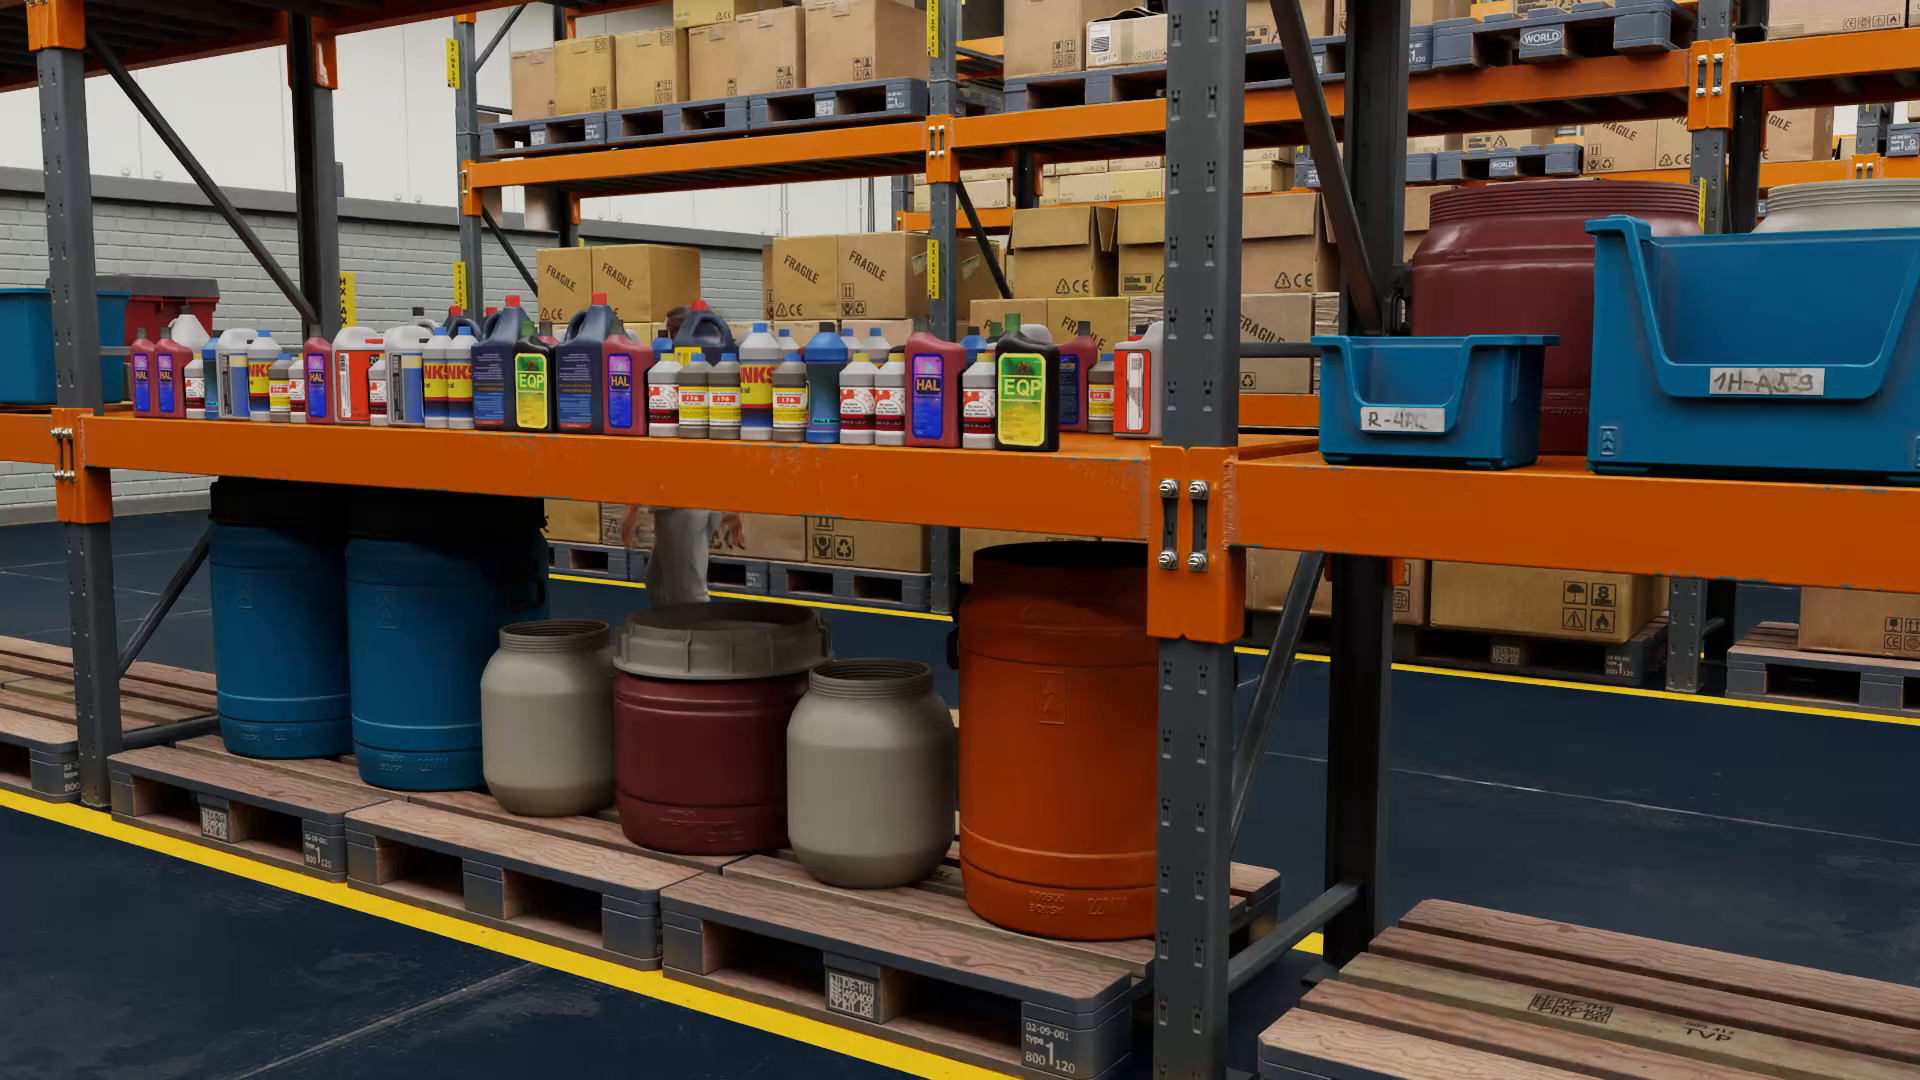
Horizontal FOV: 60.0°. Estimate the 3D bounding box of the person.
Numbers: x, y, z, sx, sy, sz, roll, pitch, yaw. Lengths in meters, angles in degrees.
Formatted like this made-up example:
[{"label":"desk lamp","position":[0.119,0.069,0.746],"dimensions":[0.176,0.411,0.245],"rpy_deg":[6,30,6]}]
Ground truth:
[{"label":"person","position":[-1.104,-0.072,6.646],"dimensions":[0.522,1.716,0.483],"rpy_deg":[3,7,24]}]
